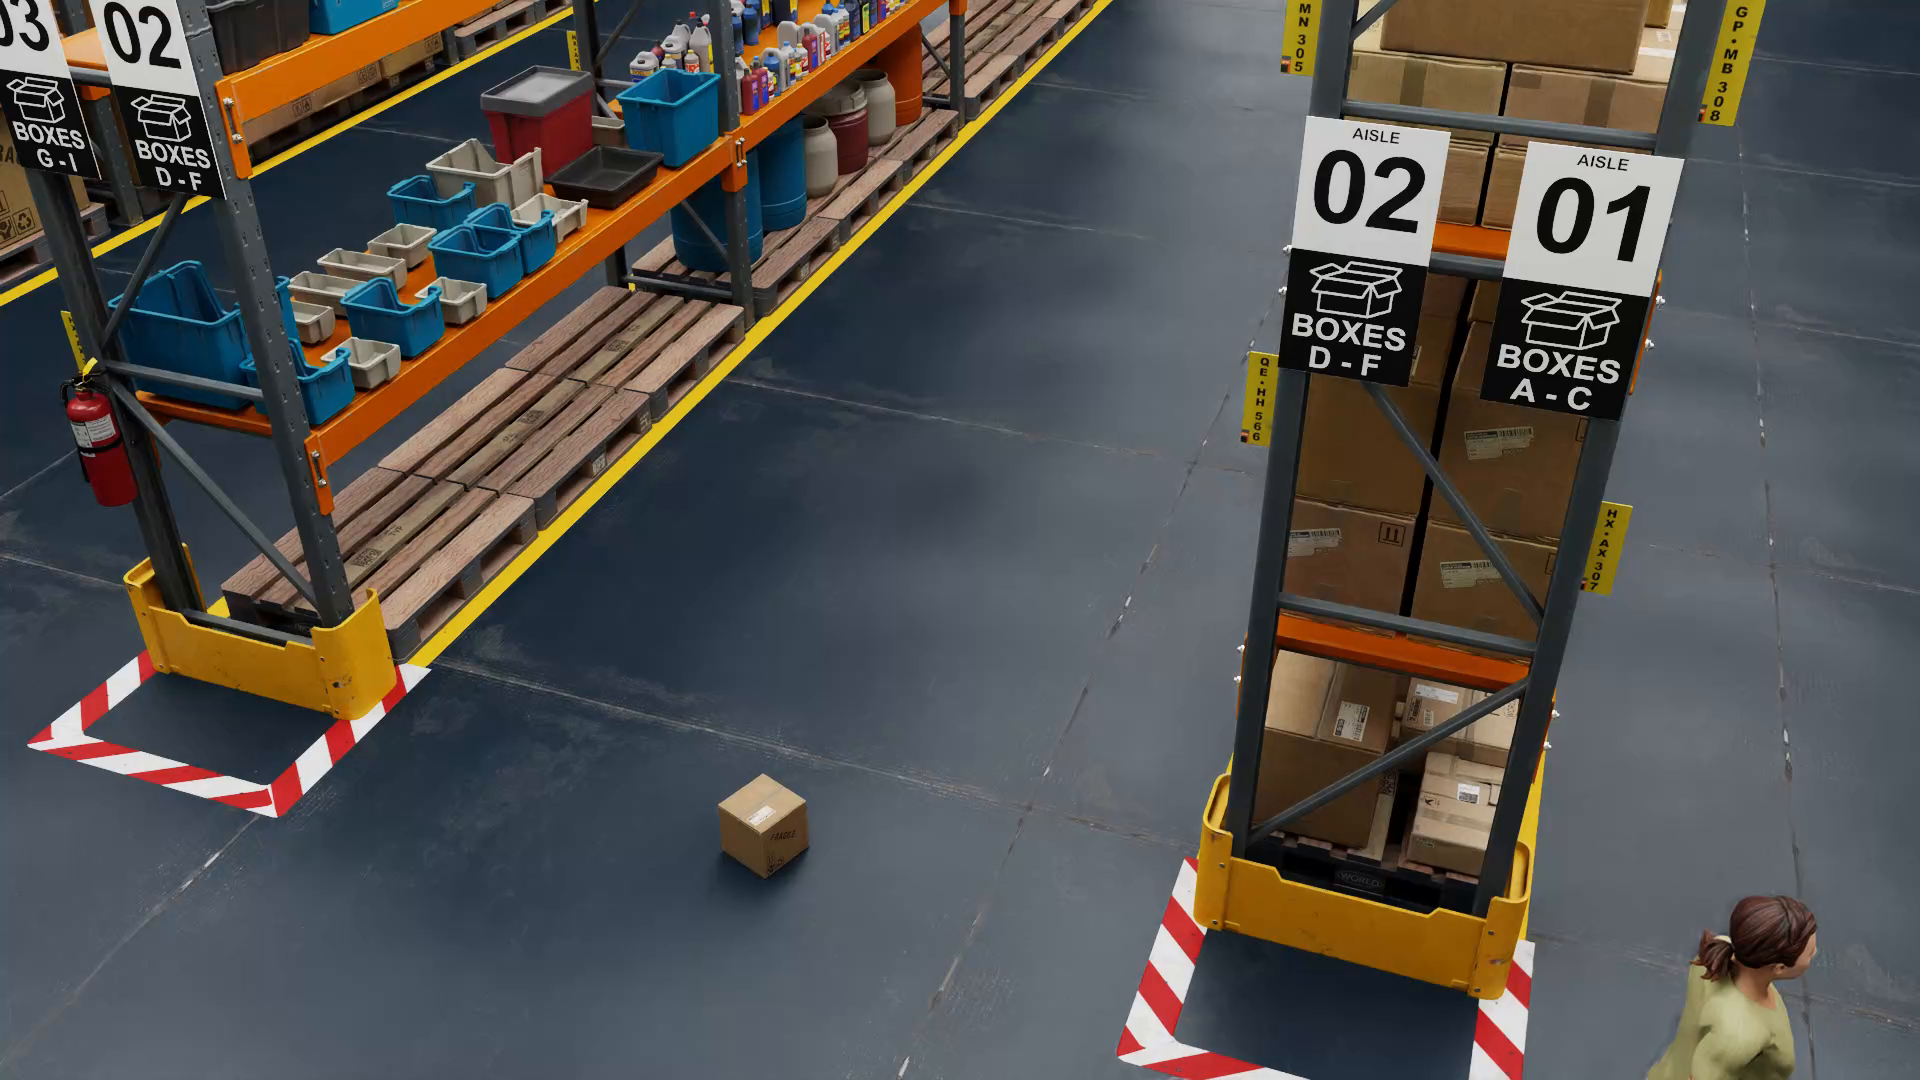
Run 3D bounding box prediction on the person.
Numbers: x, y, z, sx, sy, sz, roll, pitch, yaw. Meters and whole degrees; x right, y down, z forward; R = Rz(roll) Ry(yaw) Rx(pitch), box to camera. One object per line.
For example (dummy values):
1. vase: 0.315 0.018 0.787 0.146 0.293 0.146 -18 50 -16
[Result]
1. person: 2.078 1.636 4.676 0.600 1.719 0.474 6 34 10
